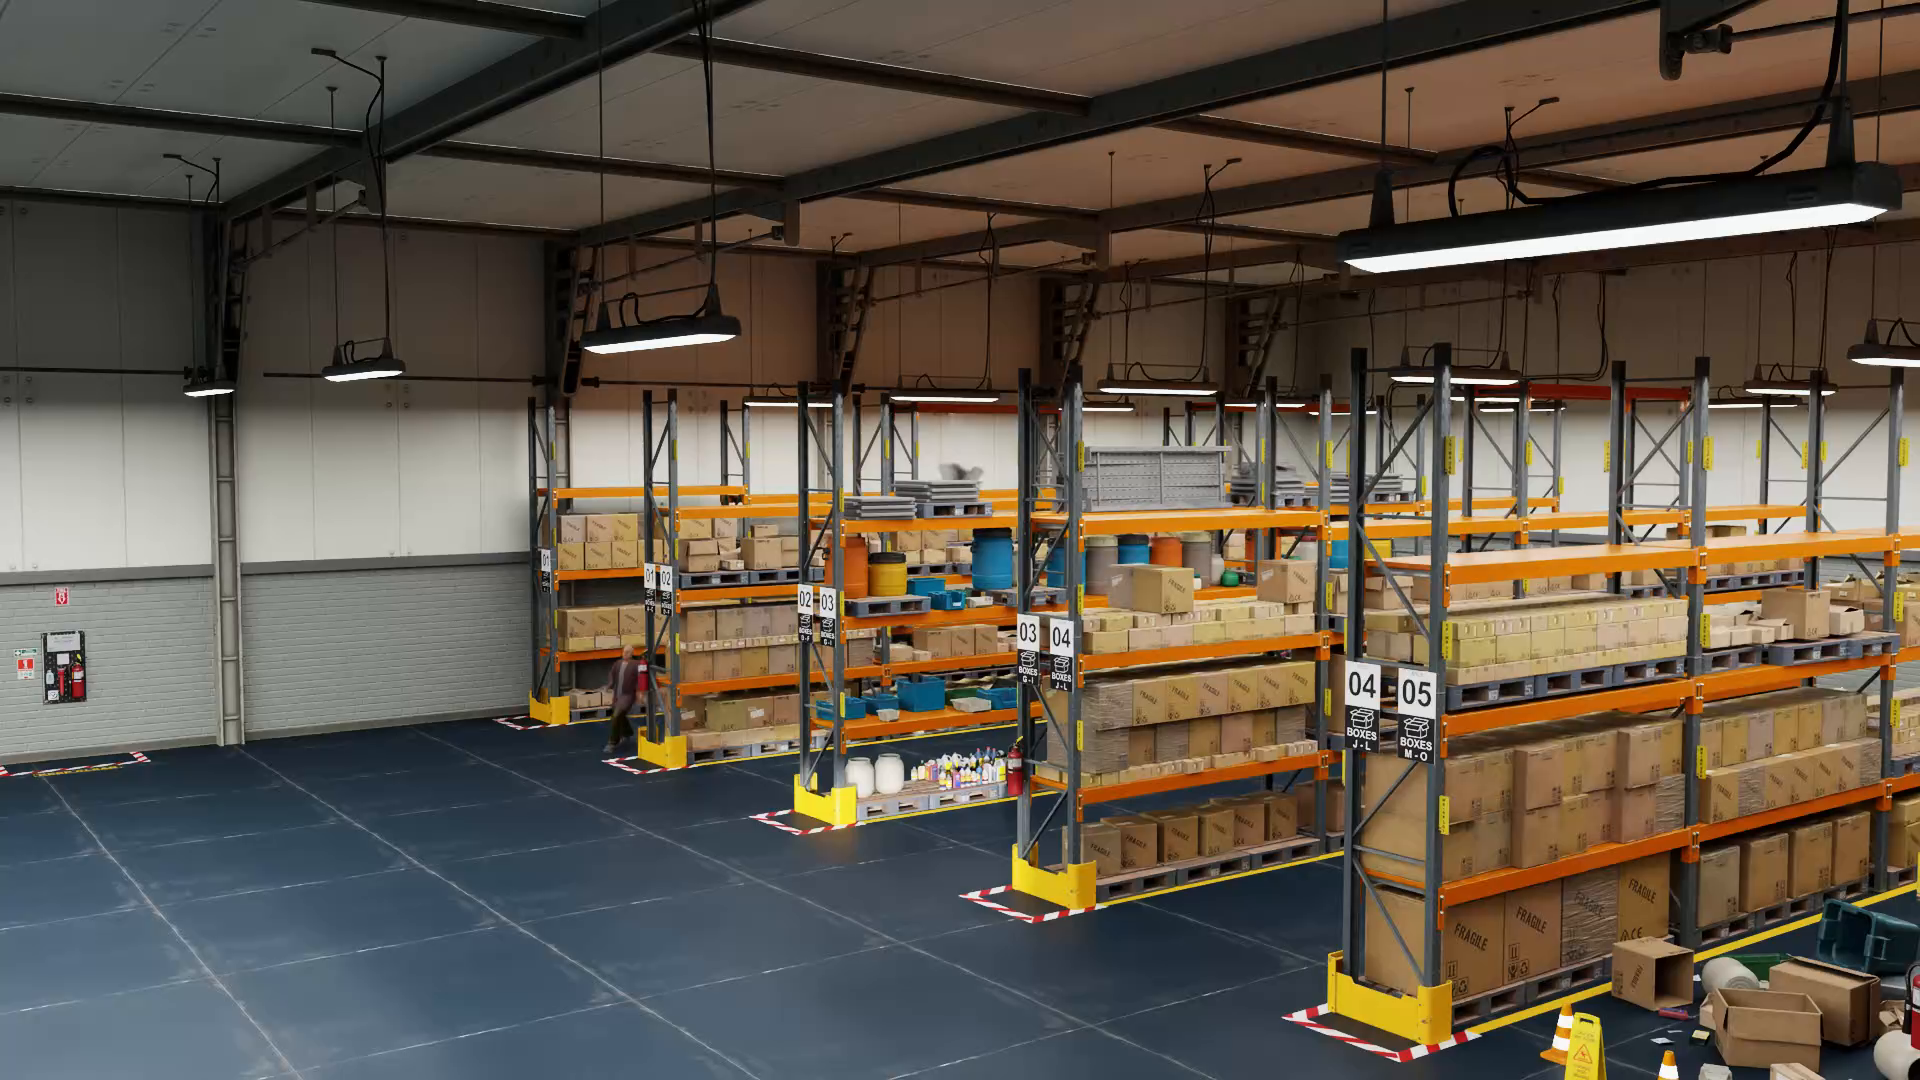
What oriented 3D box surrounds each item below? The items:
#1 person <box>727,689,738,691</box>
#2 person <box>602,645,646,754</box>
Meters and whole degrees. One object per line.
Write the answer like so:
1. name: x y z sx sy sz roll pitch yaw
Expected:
1. person: -4.045 2.544 29.627 0.889 1.793 0.704 -3 4 -37
2. person: -5.584 2.652 27.824 0.767 1.808 0.854 2 4 33
